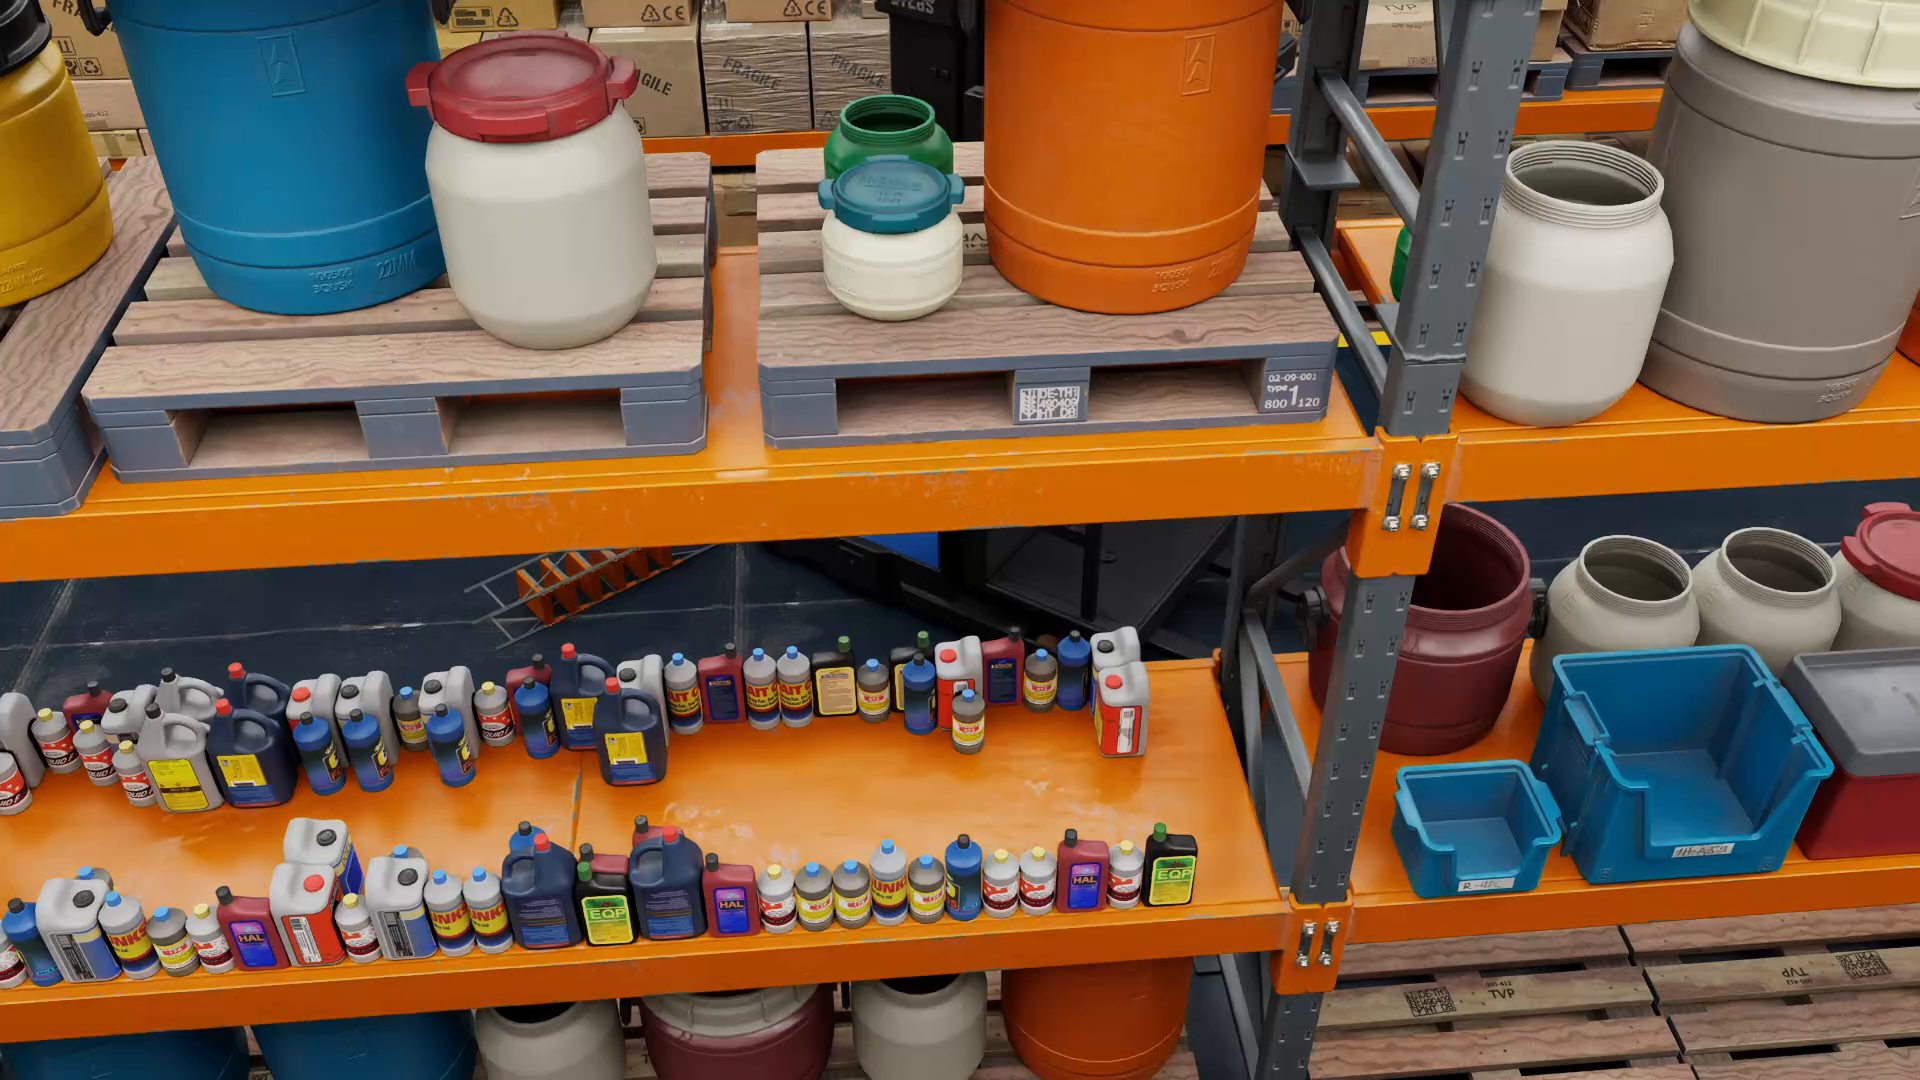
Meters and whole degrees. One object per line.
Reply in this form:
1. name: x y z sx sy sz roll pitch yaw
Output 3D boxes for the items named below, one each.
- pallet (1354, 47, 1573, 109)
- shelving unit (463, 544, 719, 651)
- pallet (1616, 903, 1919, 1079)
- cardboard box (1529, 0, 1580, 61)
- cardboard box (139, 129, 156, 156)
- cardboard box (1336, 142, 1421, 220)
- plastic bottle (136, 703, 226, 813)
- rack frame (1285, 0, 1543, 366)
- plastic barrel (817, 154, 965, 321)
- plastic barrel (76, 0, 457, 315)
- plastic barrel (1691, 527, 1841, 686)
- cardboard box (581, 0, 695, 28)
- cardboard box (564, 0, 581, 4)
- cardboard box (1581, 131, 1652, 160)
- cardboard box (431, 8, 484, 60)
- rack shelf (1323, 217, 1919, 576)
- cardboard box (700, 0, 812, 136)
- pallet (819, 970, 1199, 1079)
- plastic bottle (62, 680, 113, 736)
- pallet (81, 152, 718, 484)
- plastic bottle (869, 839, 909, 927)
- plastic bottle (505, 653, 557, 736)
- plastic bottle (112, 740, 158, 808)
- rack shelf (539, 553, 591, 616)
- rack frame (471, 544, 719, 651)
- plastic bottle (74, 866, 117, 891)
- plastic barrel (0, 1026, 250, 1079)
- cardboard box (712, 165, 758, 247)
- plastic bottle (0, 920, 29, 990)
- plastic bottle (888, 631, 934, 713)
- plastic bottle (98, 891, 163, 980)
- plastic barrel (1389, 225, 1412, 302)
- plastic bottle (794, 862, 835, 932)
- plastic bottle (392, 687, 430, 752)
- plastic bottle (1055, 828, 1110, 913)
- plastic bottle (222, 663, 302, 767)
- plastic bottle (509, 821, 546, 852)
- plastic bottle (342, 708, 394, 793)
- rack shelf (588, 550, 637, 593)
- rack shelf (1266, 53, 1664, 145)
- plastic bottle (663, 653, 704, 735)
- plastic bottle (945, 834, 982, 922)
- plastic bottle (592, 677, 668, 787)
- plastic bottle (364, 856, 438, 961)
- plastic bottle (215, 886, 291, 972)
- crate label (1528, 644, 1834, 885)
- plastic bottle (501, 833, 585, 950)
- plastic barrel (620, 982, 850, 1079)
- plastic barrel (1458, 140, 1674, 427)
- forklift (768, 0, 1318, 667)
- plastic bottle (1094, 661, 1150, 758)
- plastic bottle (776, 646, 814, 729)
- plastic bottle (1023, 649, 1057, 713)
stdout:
1. pallet: 2.444 -2.600 8.779 1.213 0.211 1.003 -3 38 -4
2. shelving unit: -1.606 0.106 7.457 1.200 0.189 0.258 -28 46 -30
3. pallet: 2.902 1.525 5.647 1.213 0.211 1.003 -3 38 -4
4. cardboard box: 2.742 -2.815 8.473 0.637 0.503 0.797 1 38 1
5. cardboard box: -3.783 -2.005 8.072 0.250 0.149 0.380 -3 38 -4
6. cardboard box: 2.257 -1.856 9.344 0.500 0.500 0.700 0 38 0
7. plastic bottle: -2.170 0.590 4.621 0.185 0.351 0.144 -3 38 -4
8. rack frame: 0.915 -1.841 2.819 0.127 3.000 1.000 -3 38 -4
9. plastic barrel: -0.140 -0.625 3.471 0.301 0.262 0.301 0 38 0
10. plastic barrel: -1.383 -0.994 3.423 0.708 0.901 0.600 -3 38 -4
11. plastic barrel: 2.340 0.259 4.910 0.421 0.512 0.421 0 38 0
12. cardboard box: -1.571 -2.870 8.075 0.637 0.503 0.797 -2 38 -3
13. cardboard box: -2.053 -2.612 8.558 0.500 0.500 0.500 -4 38 -5
14. cardboard box: 3.847 -1.932 9.440 0.500 0.500 0.700 -6 39 -7
15. cardboard box: -2.527 -2.261 8.113 0.500 0.500 0.500 -3 38 -4
16. rack shelf: 2.907 -0.491 4.110 4.000 0.370 1.077 -3 38 -4
17. cardboard box: -1.008 -2.347 8.222 0.500 0.500 0.500 -4 38 -5
18. pallet: 0.133 1.678 5.453 1.213 0.211 1.003 -3 38 -4
19. plastic bottle: -2.479 0.517 4.767 0.133 0.283 0.061 -3 38 -4
20. pallet: -1.168 -0.537 3.740 1.213 0.211 1.003 -3 38 -4
21. plastic bottle: -0.185 0.879 4.318 0.097 0.271 0.097 0 38 0
22. plastic bottle: -1.248 0.450 4.853 0.133 0.283 0.061 -3 38 -4
23. plastic bottle: -2.312 0.646 4.670 0.097 0.201 0.097 0 38 0
24. rack shelf: -1.756 0.185 7.359 0.103 0.180 0.258 -28 46 -30
25. rack frame: -1.605 0.178 7.514 1.200 0.006 0.240 -28 46 -30
26. plastic bottle: -2.240 0.925 4.316 0.097 0.201 0.097 0 38 0
27. plastic barrel: -2.526 1.373 4.943 0.708 0.901 0.600 -3 38 -4
28. cardboard box: -1.102 -1.803 8.990 0.875 0.875 1.225 -3 38 -4
29. plastic bottle: -2.420 1.030 4.184 0.097 0.201 0.097 0 38 0
30. plastic bottle: -0.143 0.389 4.930 0.133 0.283 0.061 -3 38 -4
31. plastic bottle: -2.092 0.984 4.185 0.097 0.271 0.097 0 38 0
32. plastic barrel: 1.156 -0.648 3.853 0.294 0.245 0.294 0 38 0
33. plastic bottle: -0.379 0.917 4.326 0.097 0.201 0.097 0 38 0
34. plastic bottle: -1.592 0.512 4.840 0.097 0.201 0.097 0 38 0
35. plastic bottle: 0.320 0.858 4.335 0.133 0.283 0.061 -3 38 -4
36. plastic bottle: -1.999 0.490 4.747 0.185 0.351 0.144 -3 38 -4
37. plastic bottle: -1.122 0.841 4.366 0.097 0.271 0.097 0 38 0
38. plastic bottle: -1.676 0.584 4.692 0.097 0.271 0.097 0 38 0
39. rack shelf: -1.572 0.088 7.480 0.103 0.180 0.258 -28 46 -30
40. rack shelf: 2.468 -2.369 8.912 4.000 0.370 1.077 -3 38 -4
41. plastic bottle: -0.813 0.442 4.872 0.097 0.271 0.097 0 38 0
42. plastic bottle: 0.009 0.868 4.332 0.097 0.271 0.097 0 38 0
43. plastic bottle: -0.938 0.527 4.701 0.185 0.351 0.144 -3 38 -4
44. plastic bottle: -1.422 0.928 4.252 0.135 0.276 0.152 -3 38 -4
45. plastic bottle: -1.782 0.974 4.189 0.133 0.283 0.061 -3 38 -4
46. crate label: 1.928 0.613 4.523 0.616 0.435 0.502 -3 38 -4
47. plastic bottle: -1.068 0.882 4.250 0.185 0.351 0.144 -3 38 -4
48. plastic barrel: -0.696 1.395 5.168 0.708 0.588 0.600 -3 38 -4
49. plastic barrel: 1.251 -0.535 3.495 0.421 0.512 0.421 0 38 0
50. forklift: 0.565 -0.898 6.522 3.031 2.935 1.130 22 43 25
51. plastic bottle: 0.468 0.481 4.819 0.135 0.276 0.152 -3 38 -4
52. plastic bottle: -0.486 0.424 4.895 0.097 0.271 0.097 0 38 0
53. plastic bottle: 0.240 0.411 4.968 0.097 0.201 0.097 0 38 0
